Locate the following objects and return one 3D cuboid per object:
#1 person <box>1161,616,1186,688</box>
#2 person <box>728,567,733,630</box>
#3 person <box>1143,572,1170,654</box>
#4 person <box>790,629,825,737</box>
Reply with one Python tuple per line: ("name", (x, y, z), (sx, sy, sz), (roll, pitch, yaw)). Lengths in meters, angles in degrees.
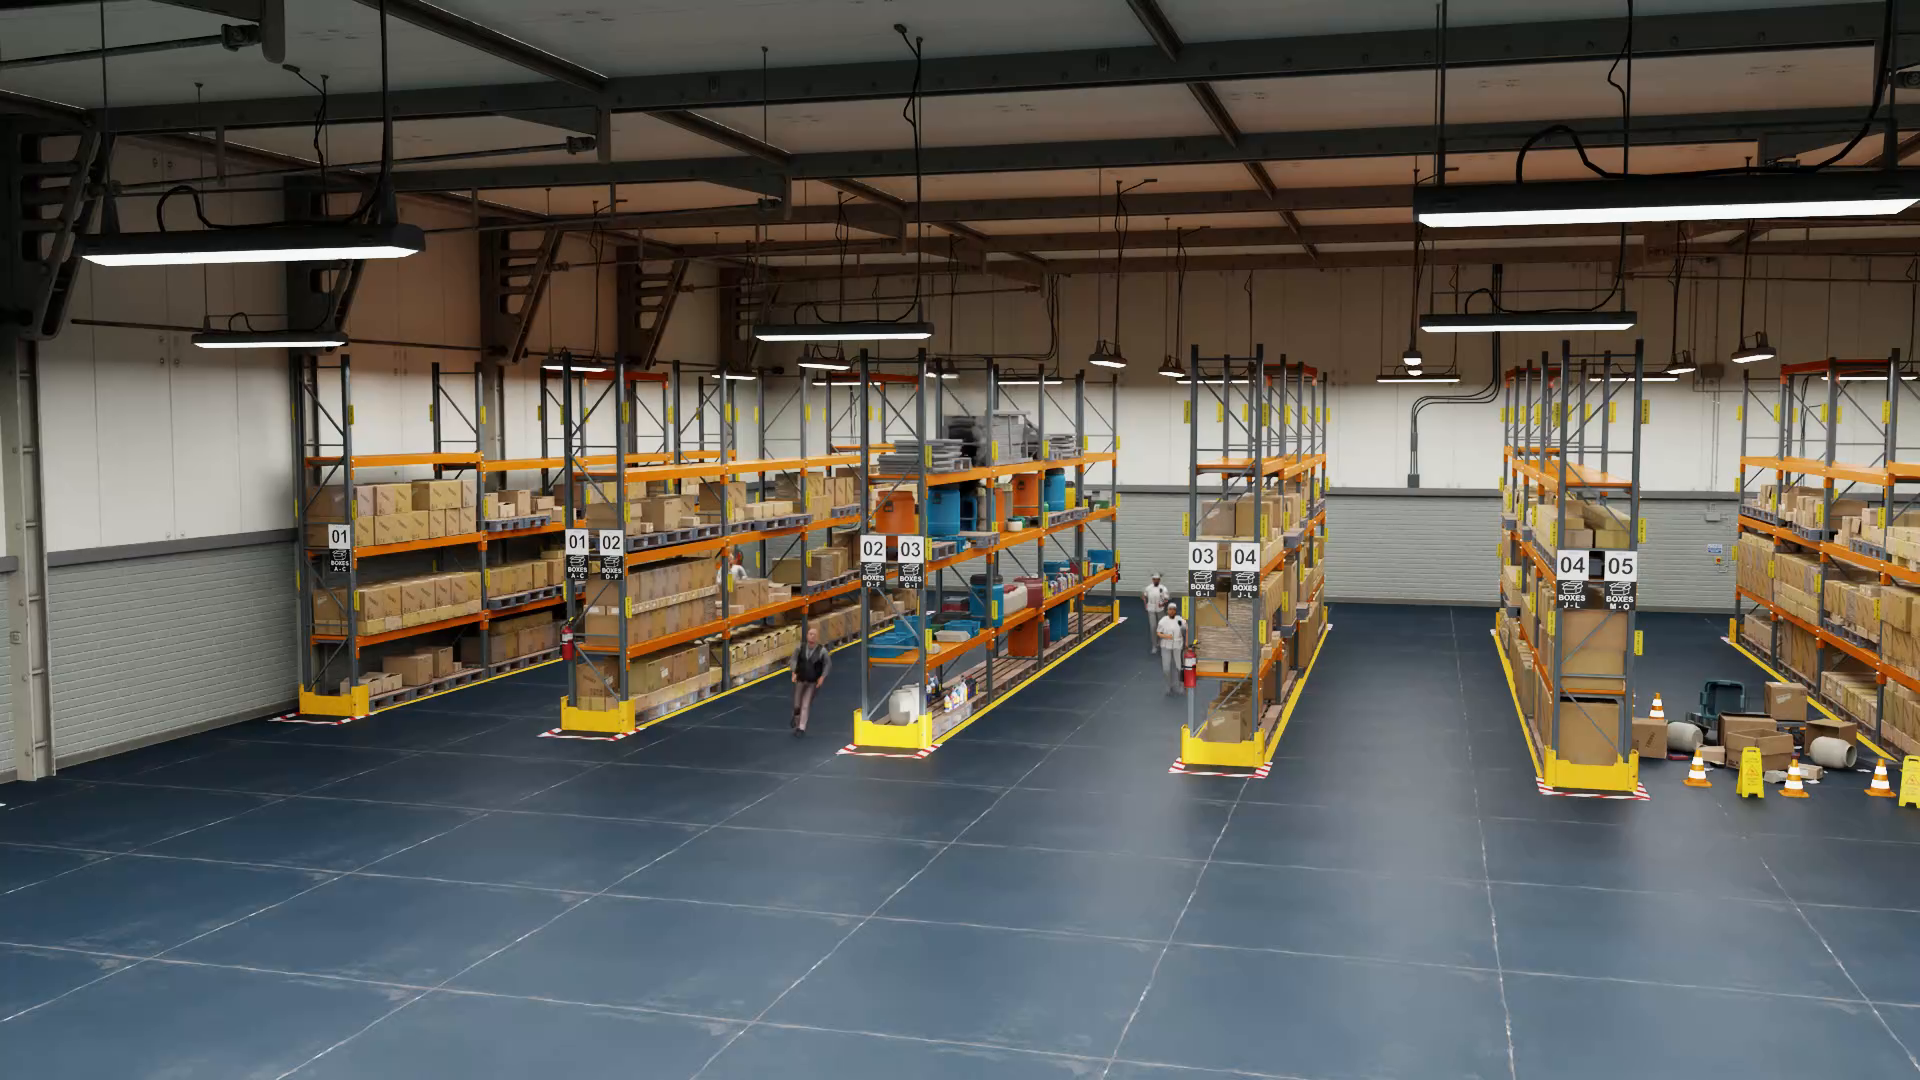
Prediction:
("person", (3.814, 2.018, 29.760), (0.451, 1.326, 0.579), (1, 4, 8))
("person", (-5.351, 1.342, 38.872), (0.620, 1.515, 0.954), (0, 4, 6))
("person", (4.149, 1.523, 35.223), (0.582, 1.703, 0.752), (1, 4, 10))
("person", (-2.386, 2.215, 26.120), (0.643, 1.672, 0.600), (0, 4, 4))
